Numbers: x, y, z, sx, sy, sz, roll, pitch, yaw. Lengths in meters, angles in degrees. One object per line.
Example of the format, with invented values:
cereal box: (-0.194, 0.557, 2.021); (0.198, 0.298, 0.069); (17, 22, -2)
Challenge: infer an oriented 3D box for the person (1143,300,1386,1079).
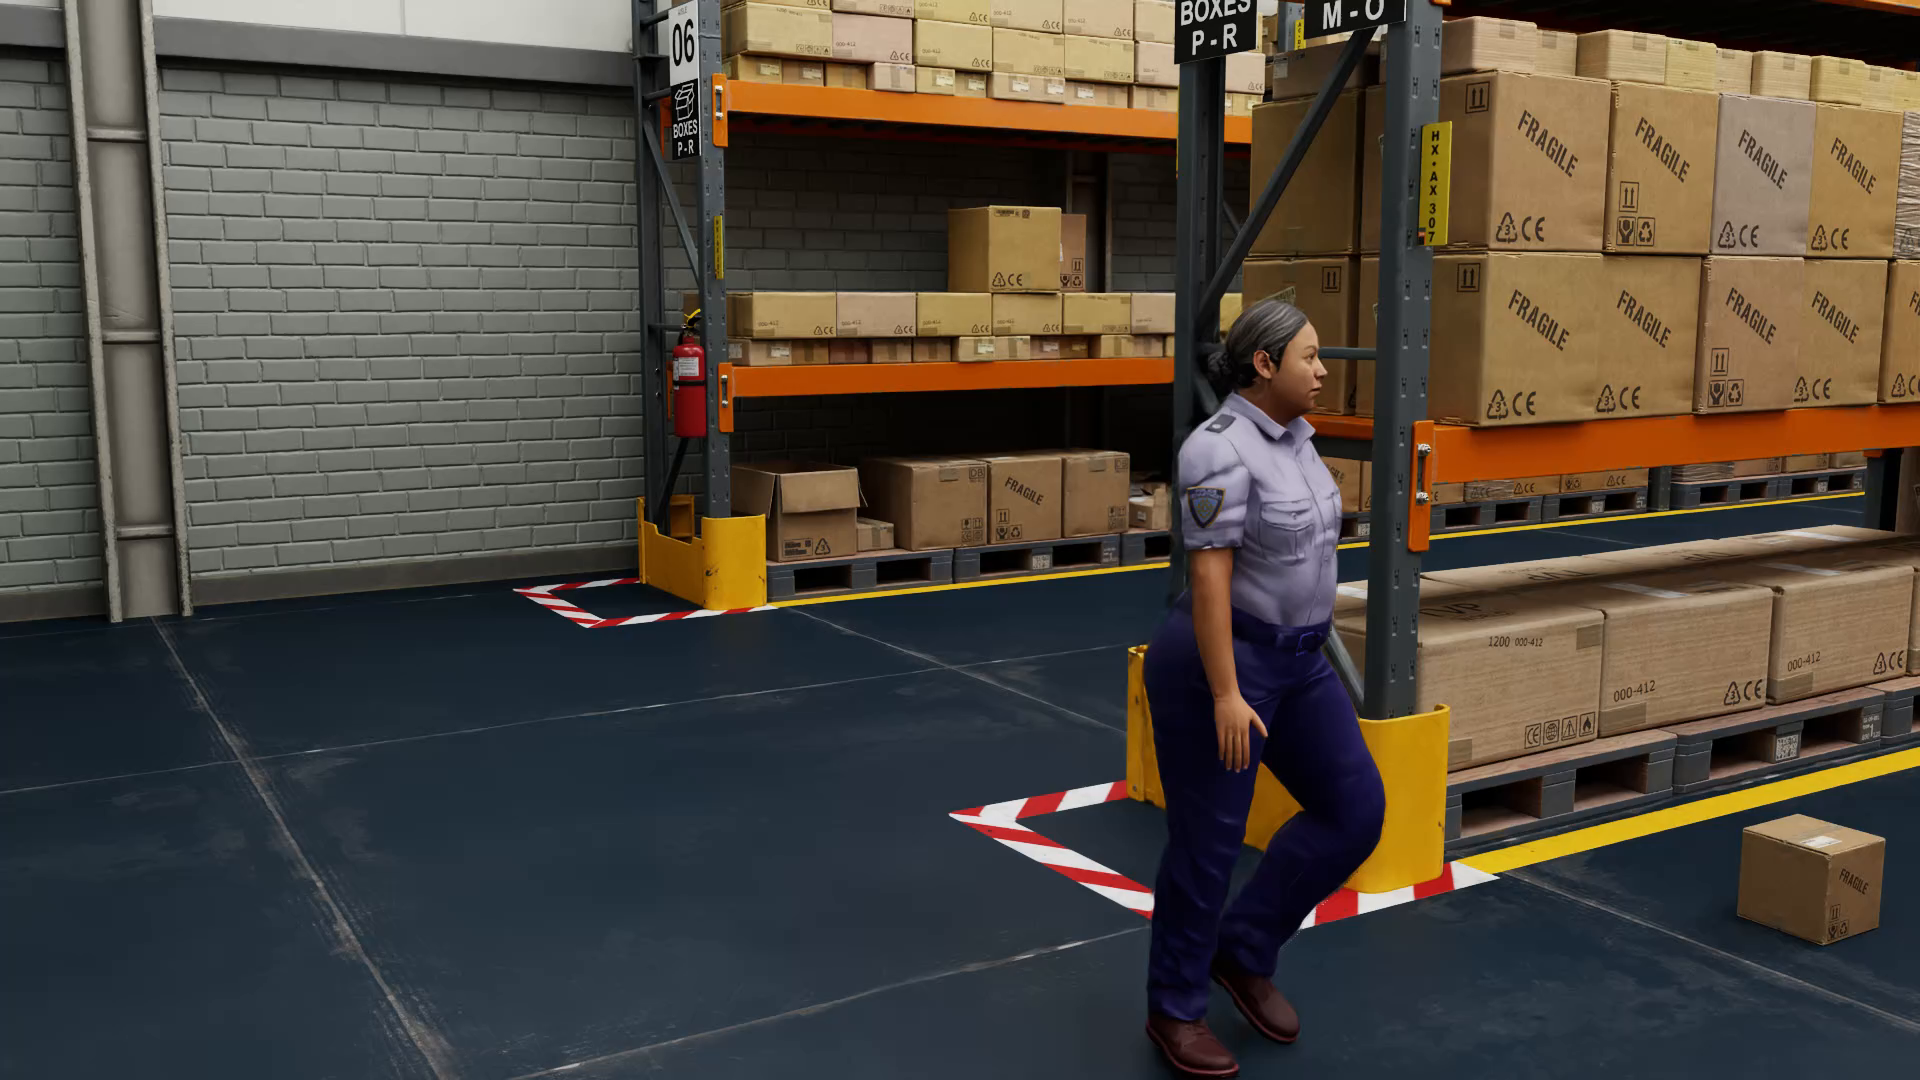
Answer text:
person: (0.644, 0.316, 3.613); (0.426, 1.660, 0.541); (8, 11, 44)
